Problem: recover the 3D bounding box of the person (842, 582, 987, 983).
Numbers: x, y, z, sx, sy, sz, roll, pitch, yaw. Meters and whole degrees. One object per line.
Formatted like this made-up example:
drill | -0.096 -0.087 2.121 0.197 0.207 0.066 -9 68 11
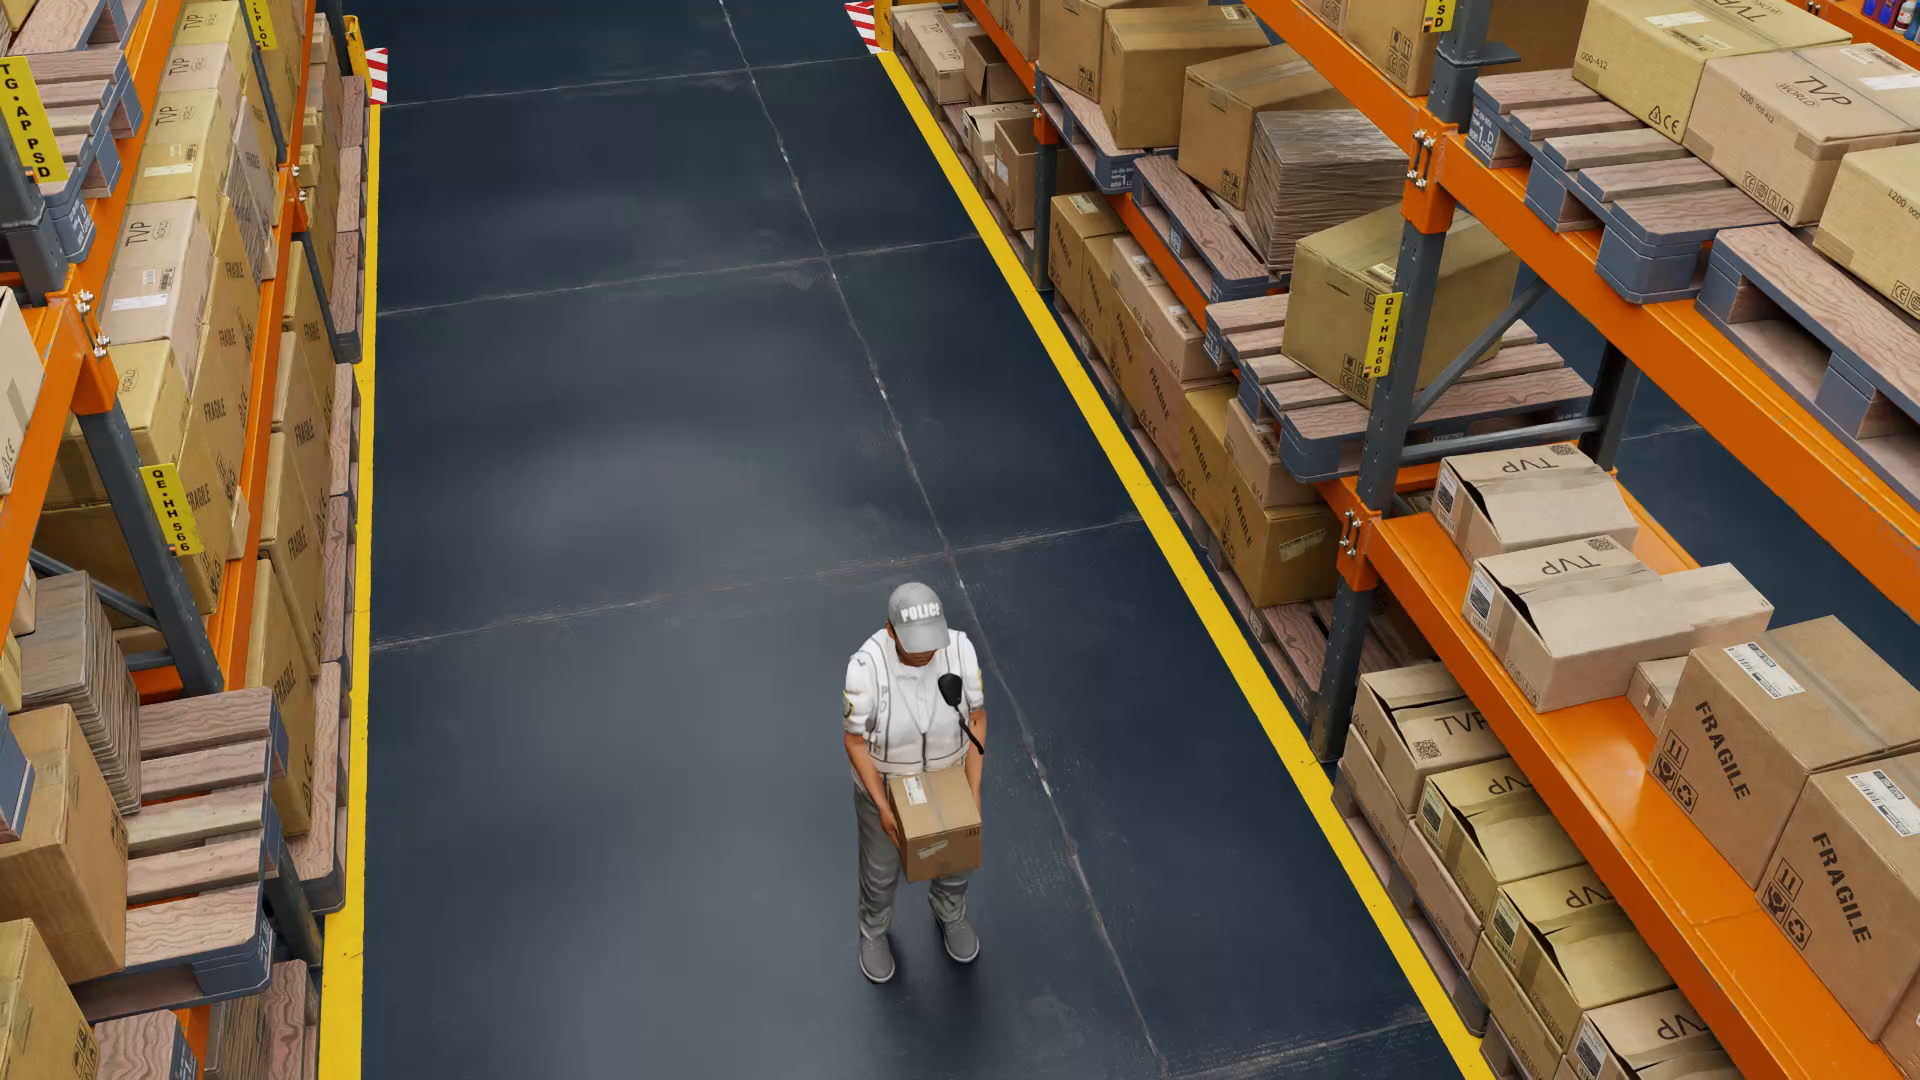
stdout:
person | -0.140 0.835 5.652 0.493 1.671 0.490 -10 39 -12
